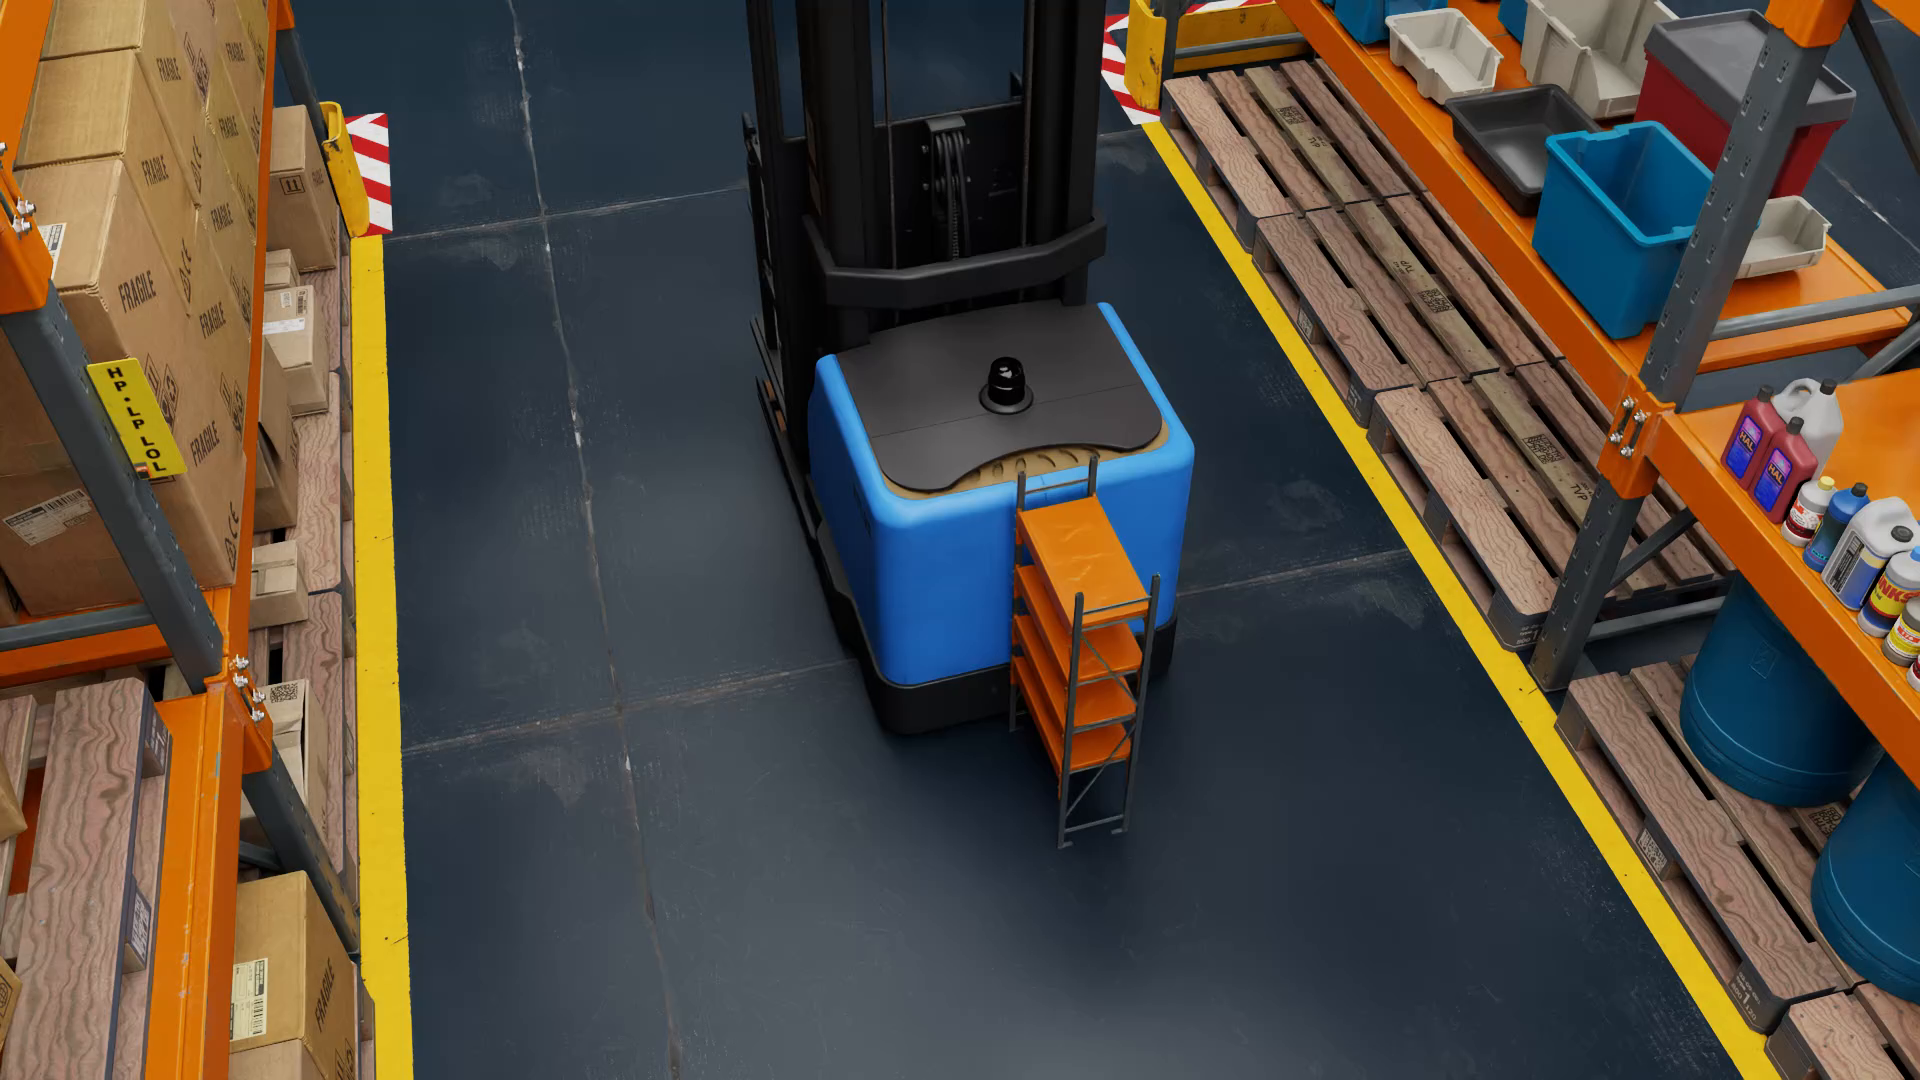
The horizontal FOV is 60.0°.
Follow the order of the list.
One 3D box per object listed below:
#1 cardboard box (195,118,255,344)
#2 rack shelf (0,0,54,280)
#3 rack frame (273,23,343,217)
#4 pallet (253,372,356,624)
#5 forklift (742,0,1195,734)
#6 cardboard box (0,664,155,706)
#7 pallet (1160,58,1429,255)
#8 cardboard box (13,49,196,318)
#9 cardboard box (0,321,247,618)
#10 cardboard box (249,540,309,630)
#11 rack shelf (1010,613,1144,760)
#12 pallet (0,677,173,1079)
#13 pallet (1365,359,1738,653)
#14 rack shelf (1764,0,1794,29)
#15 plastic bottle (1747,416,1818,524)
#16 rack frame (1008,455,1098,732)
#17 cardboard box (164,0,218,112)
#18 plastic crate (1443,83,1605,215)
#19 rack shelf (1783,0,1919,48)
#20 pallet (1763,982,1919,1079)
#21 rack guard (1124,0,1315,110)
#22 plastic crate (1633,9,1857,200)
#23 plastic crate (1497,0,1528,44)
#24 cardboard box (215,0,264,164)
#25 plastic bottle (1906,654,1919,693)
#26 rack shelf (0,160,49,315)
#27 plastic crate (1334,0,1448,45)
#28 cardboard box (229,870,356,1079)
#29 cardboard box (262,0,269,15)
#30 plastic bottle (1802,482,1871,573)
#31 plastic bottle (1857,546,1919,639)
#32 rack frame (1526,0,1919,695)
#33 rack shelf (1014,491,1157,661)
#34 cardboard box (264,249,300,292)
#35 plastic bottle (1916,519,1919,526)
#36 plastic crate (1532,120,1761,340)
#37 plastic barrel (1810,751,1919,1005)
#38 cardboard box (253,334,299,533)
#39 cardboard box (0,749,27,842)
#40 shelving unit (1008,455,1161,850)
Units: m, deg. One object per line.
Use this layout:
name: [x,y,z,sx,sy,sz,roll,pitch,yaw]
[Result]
cardboard box: [-2.437,-0.884,4.946,0.500,0.500,0.500,-11,47,-11]
rack shelf: [-2.822,-1.928,4.442,1.077,0.370,4.000,-11,47,-10]
rack frame: [-3.334,-2.510,6.610,1.000,3.000,0.127,-11,47,-10]
pallet: [-2.800,-0.091,6.192,1.003,0.211,1.213,-11,47,-10]
forklift: [-0.184,-1.456,5.624,1.130,2.935,3.031,-12,47,-12]
cardboard box: [-2.730,0.631,4.974,0.500,0.500,0.500,-11,47,-10]
pallet: [1.629,-1.861,7.926,1.003,0.211,1.213,-11,47,-10]
cardboard box: [-2.291,-0.867,4.229,0.500,0.500,0.500,-12,47,-12]
cardboard box: [-2.177,-0.186,4.262,0.500,0.500,0.500,-10,46,-9]
cardboard box: [-2.439,0.164,5.665,0.380,0.166,0.250,-11,47,-10]
rack shelf: [0.351,0.416,5.093,0.258,0.148,0.480,-12,47,-12]
pallet: [-2.211,0.890,3.412,1.003,0.211,1.213,-11,47,-10]
pallet: [2.254,-0.176,6.275,1.003,0.211,1.213,-11,47,-10]
rack shelf: [1.968,-2.831,5.327,1.077,0.370,4.000,-11,47,-10]
plastic bottle: [2.195,-0.188,4.416,0.061,0.283,0.133,-11,47,-10]
rack frame: [0.280,0.202,5.207,0.240,1.200,0.015,-12,47,-12]
cardboard box: [-2.555,-1.578,4.926,0.500,0.500,0.500,-9,46,-9]
plastic crate: [1.933,-1.300,5.575,0.437,0.125,0.590,-11,47,-10]
rack shelf: [2.992,-0.069,2.621,1.077,0.370,4.000,-11,47,-10]
pallet: [2.953,1.708,4.428,1.003,0.211,1.213,-11,47,-10]
rack guard: [1.437,-2.553,8.402,1.175,0.500,0.348,-11,47,-10]
plastic crate: [2.493,-1.358,5.393,0.402,0.464,0.583,-11,47,-10]
plastic crate: [2.229,-2.005,6.190,0.416,0.233,0.300,-11,47,-10]
cardboard box: [-2.697,-1.583,5.631,0.500,0.500,0.500,-10,46,-10]
plastic bottle: [2.377,0.279,4.015,0.097,0.201,0.097,0,46,0]
rack shelf: [-1.798,0.834,1.736,1.077,0.370,4.000,-11,47,-10]
plastic crate: [1.614,-2.029,6.213,0.416,0.233,0.300,-11,47,-10]
cardboard box: [-1.906,1.260,4.357,0.500,0.500,0.500,-11,47,-11]
cardboard box: [-2.956,-2.286,6.320,0.500,0.500,0.500,-9,46,-9]
plastic bottle: [2.267,-0.040,4.279,0.097,0.271,0.097,0,46,0]
plastic bottle: [2.327,0.120,4.122,0.097,0.271,0.097,0,46,0]
rack frame: [2.480,-0.652,4.789,1.000,3.000,0.127,-11,47,-10]
rack shelf: [0.352,0.097,4.762,0.258,0.148,0.480,-12,47,-12]
cardboard box: [-2.940,-1.046,6.851,0.380,0.166,0.250,-11,47,-10]
plastic bottle: [2.439,0.024,4.266,0.097,0.201,0.097,0,46,0]
plastic crate: [2.030,-0.927,5.028,0.392,0.384,0.575,-11,47,-10]
plastic barrel: [2.784,0.803,4.538,0.600,0.901,0.708,-11,47,-10]
cardboard box: [-2.796,-0.325,5.908,0.797,0.503,0.637,-11,47,-10]
cardboard box: [-2.405,0.437,3.357,0.700,0.500,0.500,-26,51,-23]
shelving unit: [0.352,0.370,5.045,0.258,1.200,0.503,-12,47,-12]
